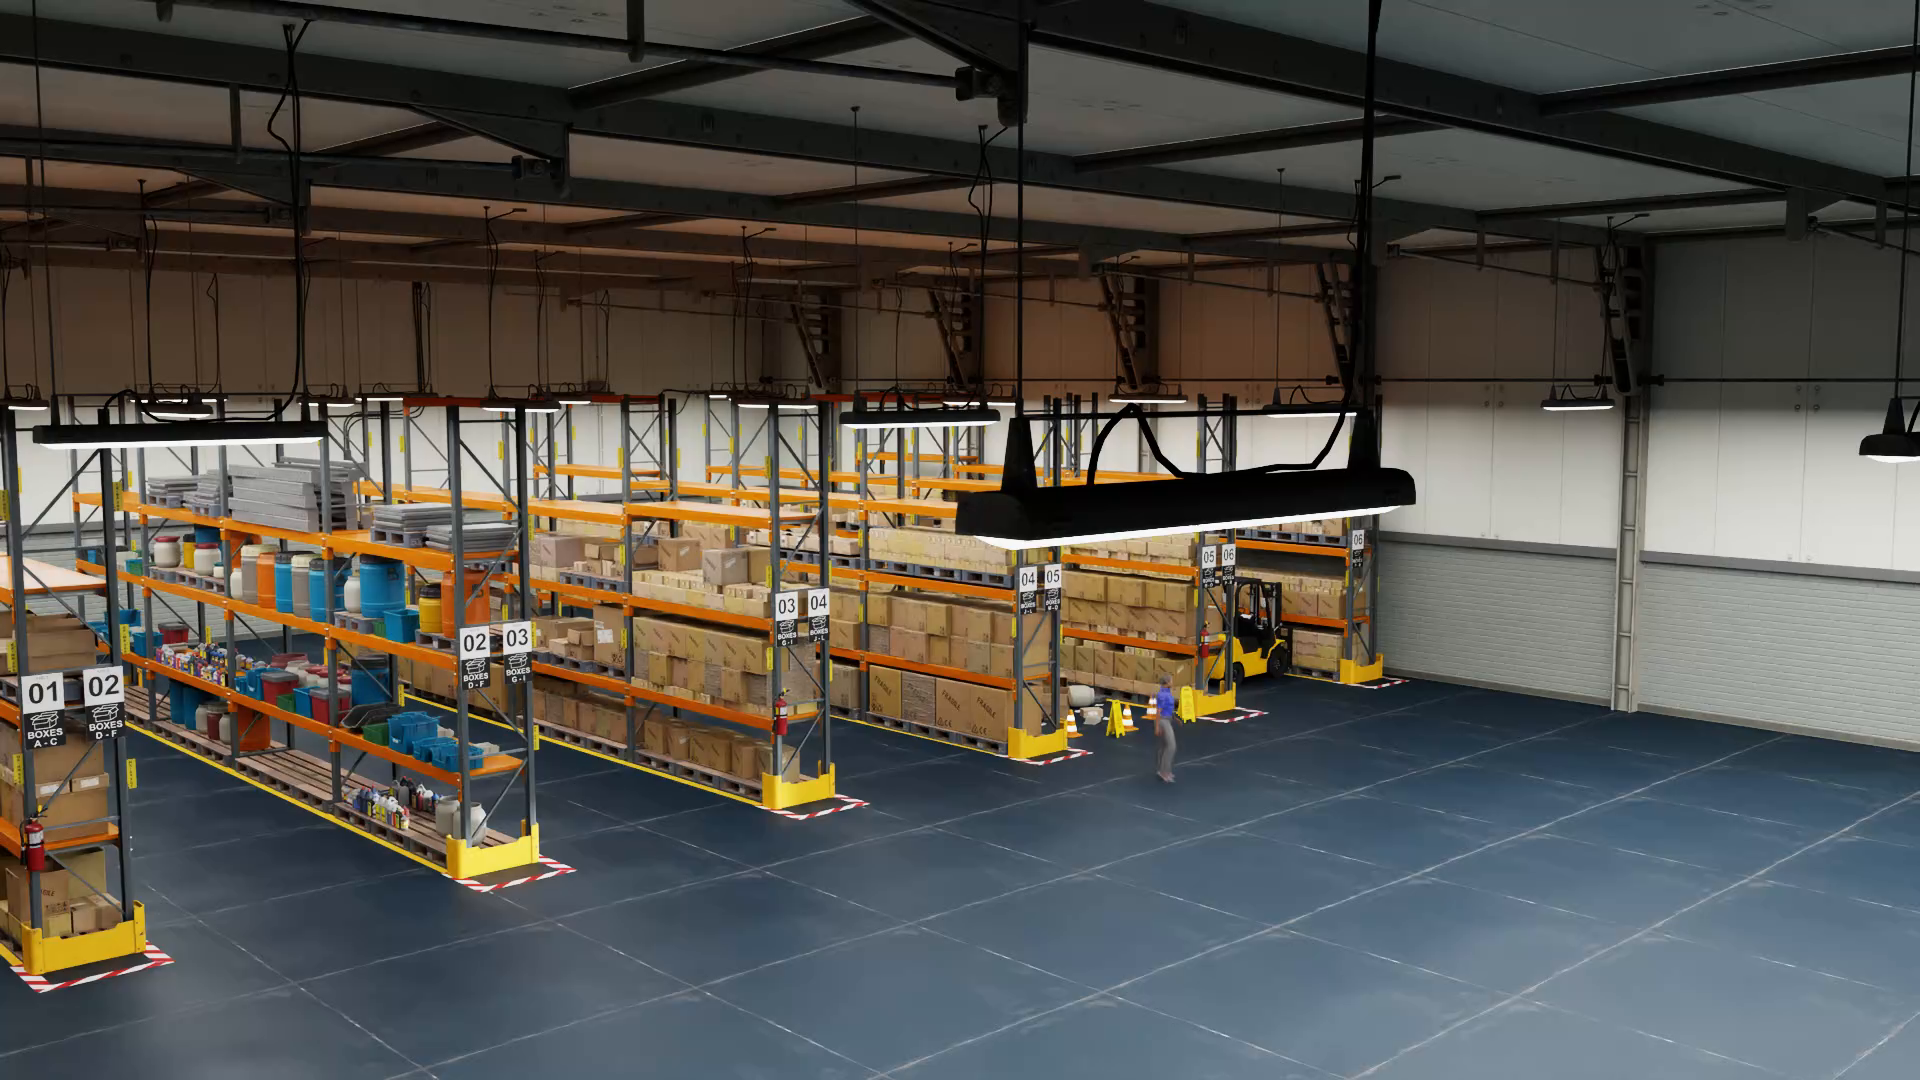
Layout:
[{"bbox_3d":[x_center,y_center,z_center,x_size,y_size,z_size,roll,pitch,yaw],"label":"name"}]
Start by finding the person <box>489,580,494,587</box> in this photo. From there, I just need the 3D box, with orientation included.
[{"bbox_3d":[-10.895,1.766,38.466,0.465,1.672,0.468,-2,6,-16],"label":"person"}]

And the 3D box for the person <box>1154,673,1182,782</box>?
[{"bbox_3d":[3.316,2.973,26.423,0.410,1.704,0.540,1,6,13],"label":"person"}]

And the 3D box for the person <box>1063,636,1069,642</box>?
[{"bbox_3d":[2.374,1.643,36.879,0.711,1.741,0.501,5,8,43],"label":"person"}]
